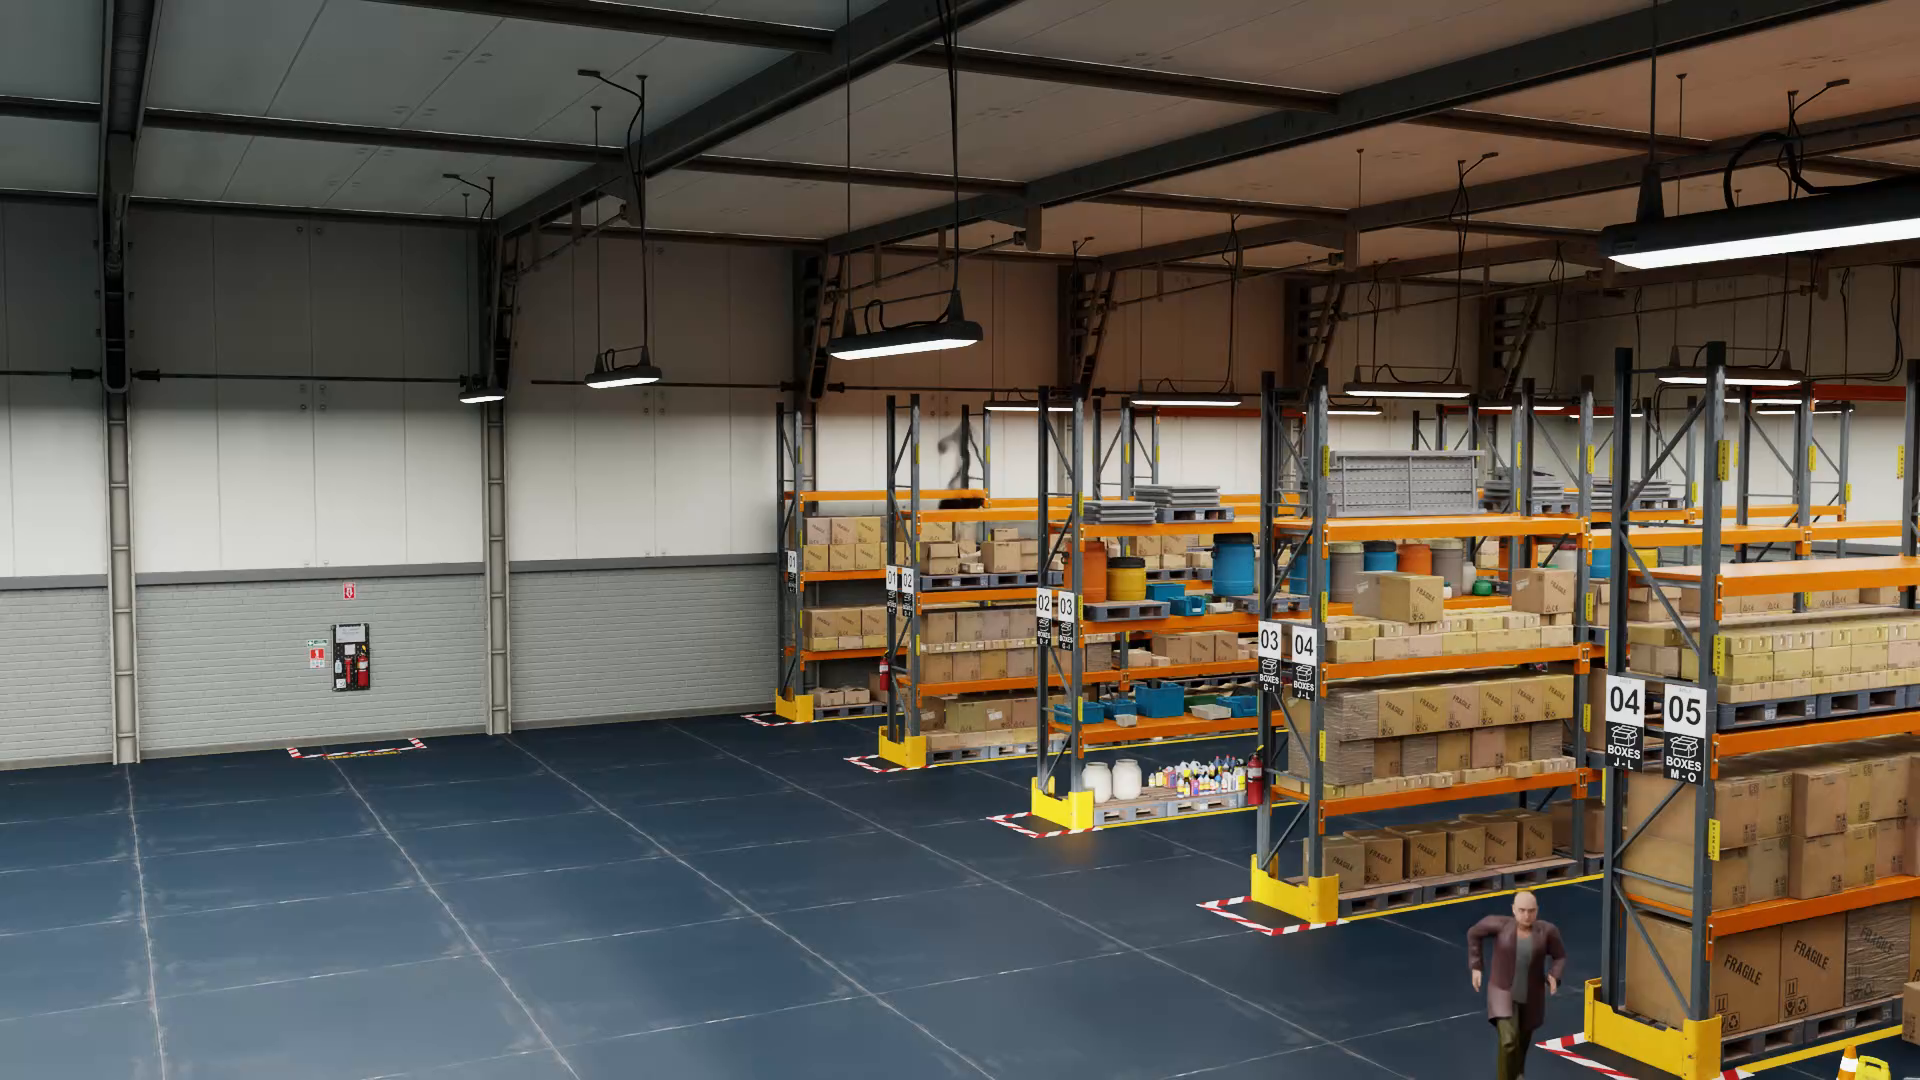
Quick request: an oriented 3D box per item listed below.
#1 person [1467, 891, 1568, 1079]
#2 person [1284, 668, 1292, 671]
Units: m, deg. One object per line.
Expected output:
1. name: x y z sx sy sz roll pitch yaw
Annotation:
1. person: 4.329 3.567 12.946 0.724 1.797 0.969 0 3 7
2. person: 5.758 2.823 27.159 1.037 1.716 0.732 -1 3 -17
